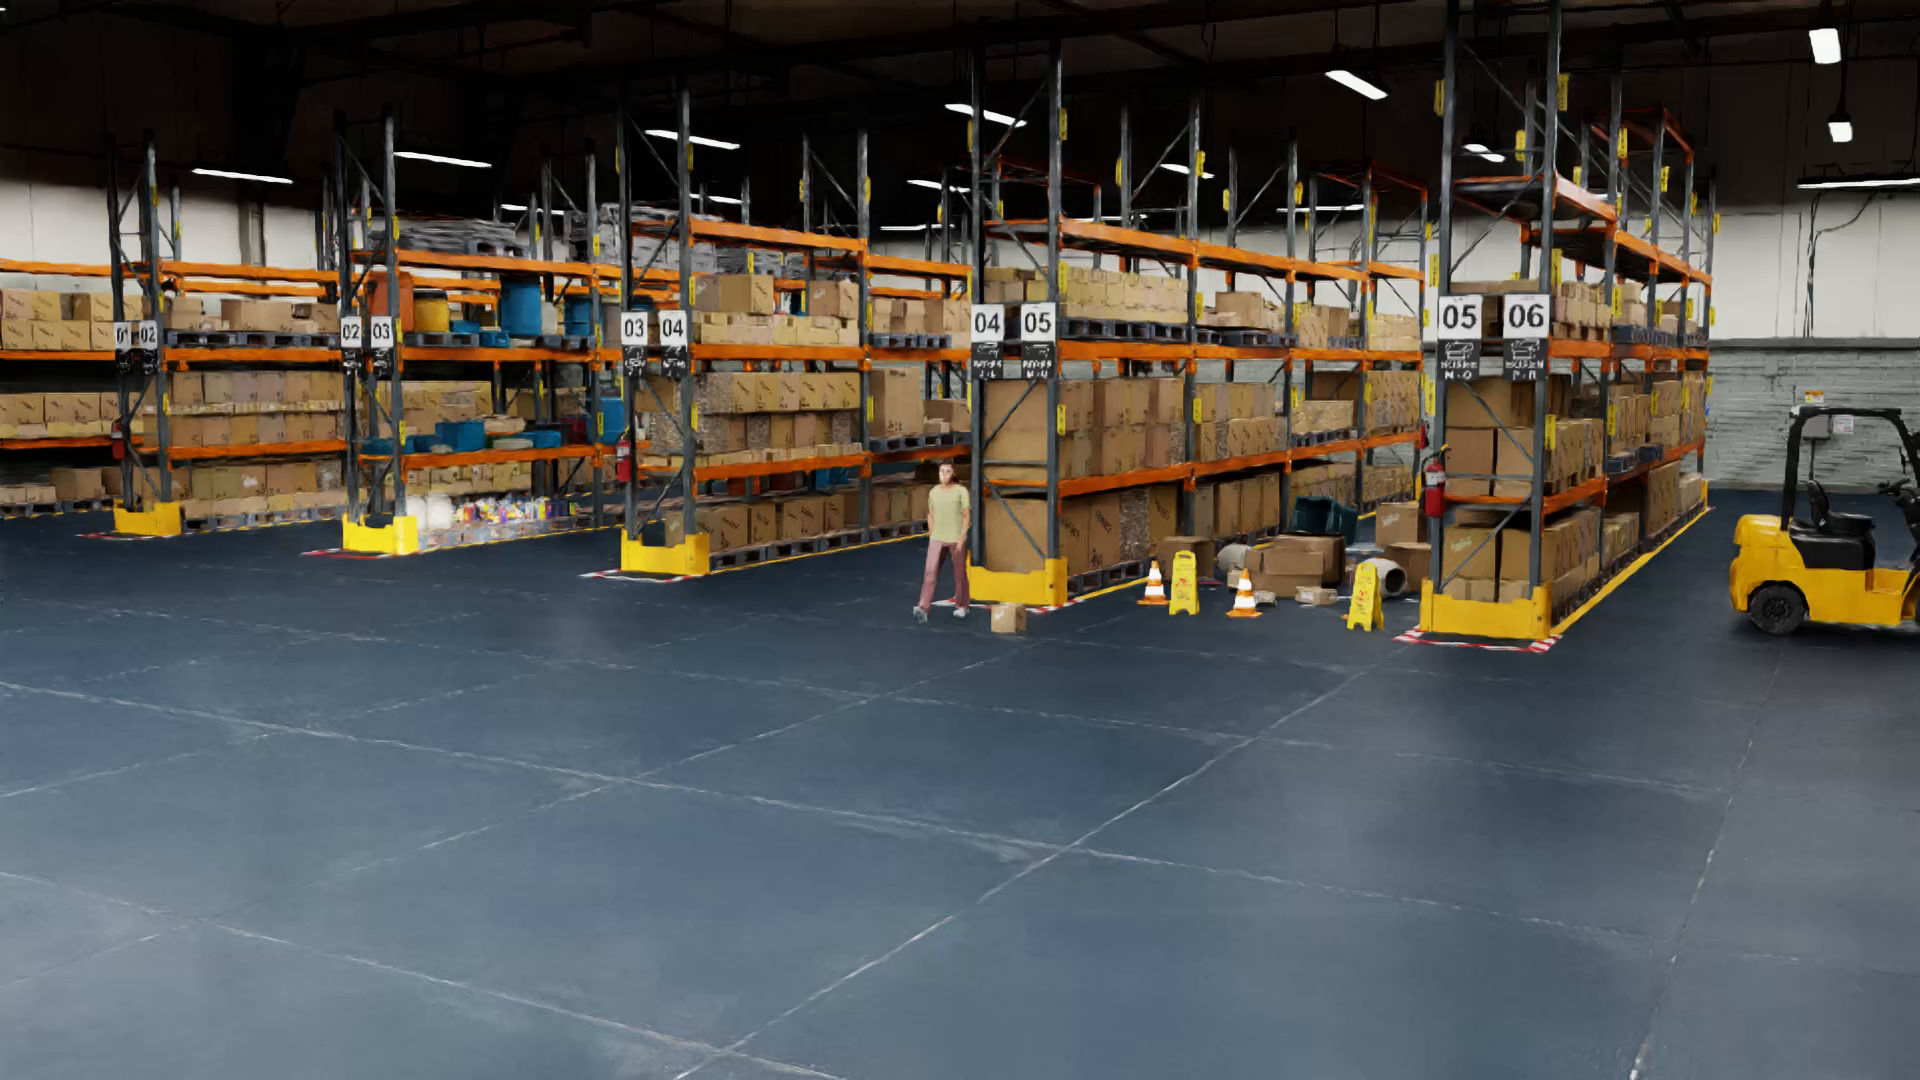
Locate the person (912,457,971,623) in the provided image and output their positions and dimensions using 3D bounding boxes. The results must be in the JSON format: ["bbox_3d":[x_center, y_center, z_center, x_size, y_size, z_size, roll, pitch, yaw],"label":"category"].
[{"bbox_3d":[-0.141,0.013,16.390,0.476,1.579,1.026,1,6,10],"label":"person"}]
